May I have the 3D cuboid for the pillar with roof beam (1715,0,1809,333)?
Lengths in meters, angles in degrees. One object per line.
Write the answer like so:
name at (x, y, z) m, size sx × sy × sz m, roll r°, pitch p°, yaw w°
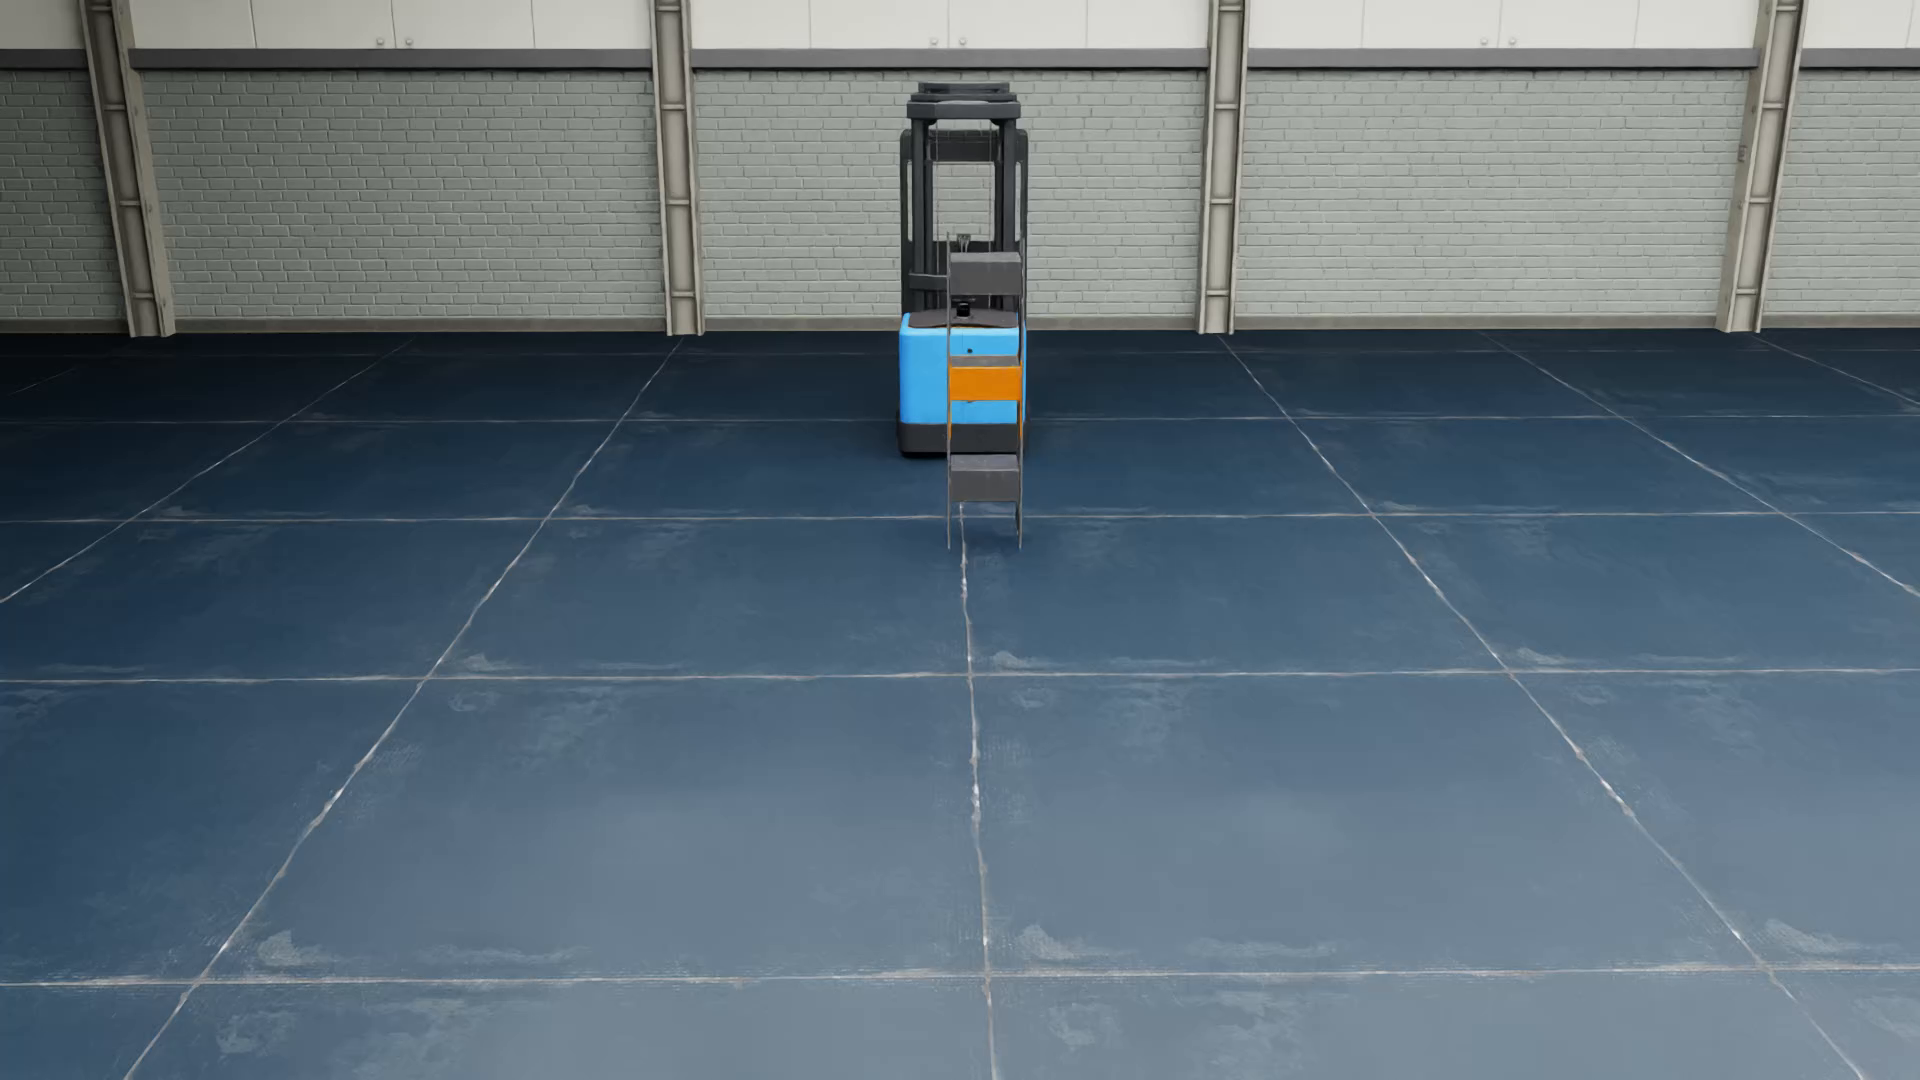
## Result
pillar with roof beam at (8.963, -5.374, 13.569) m, size 0.400 × 9.000 × 9.100 m, roll 0°, pitch 18°, yaw -1°

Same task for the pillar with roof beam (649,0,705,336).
pillar with roof beam at (-3.035, -5.317, 13.389) m, size 0.400 × 9.000 × 9.100 m, roll 0°, pitch 18°, yaw -1°

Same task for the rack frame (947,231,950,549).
rack frame at (-0.078, -0.999, 11.226) m, size 0.015 × 2.100 × 0.400 m, roll 0°, pitch 18°, yaw -1°

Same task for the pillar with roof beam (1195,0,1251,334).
pillar with roof beam at (2.964, -5.345, 13.479) m, size 0.400 × 9.000 × 9.100 m, roll 0°, pitch 18°, yaw -1°

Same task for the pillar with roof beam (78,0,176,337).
pillar with roof beam at (-9.034, -5.288, 13.299) m, size 0.400 × 9.000 × 9.100 m, roll 0°, pitch 18°, yaw -1°

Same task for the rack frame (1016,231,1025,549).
rack frame at (0.409, -1.002, 11.233) m, size 0.015 × 2.100 × 0.400 m, roll 0°, pitch 18°, yaw -1°

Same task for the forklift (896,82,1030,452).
forklift at (0.037, -2.505, 14.557) m, size 1.130 × 2.935 × 3.031 m, roll 0°, pitch 18°, yaw 1°

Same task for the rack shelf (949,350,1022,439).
rack shelf at (0.166, -0.988, 11.233) m, size 0.480 × 0.518 × 0.431 m, roll 0°, pitch 18°, yaw -1°

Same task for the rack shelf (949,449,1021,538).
rack shelf at (0.166, -0.321, 11.447) m, size 0.480 × 0.518 × 0.431 m, roll 0°, pitch 18°, yaw -1°

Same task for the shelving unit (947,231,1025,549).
shelving unit at (0.166, -1.001, 11.229) m, size 0.503 × 2.100 × 0.431 m, roll 0°, pitch 18°, yaw -1°

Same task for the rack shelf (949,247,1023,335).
rack shelf at (0.166, -1.654, 11.020) m, size 0.480 × 0.518 × 0.431 m, roll 0°, pitch 18°, yaw -1°
